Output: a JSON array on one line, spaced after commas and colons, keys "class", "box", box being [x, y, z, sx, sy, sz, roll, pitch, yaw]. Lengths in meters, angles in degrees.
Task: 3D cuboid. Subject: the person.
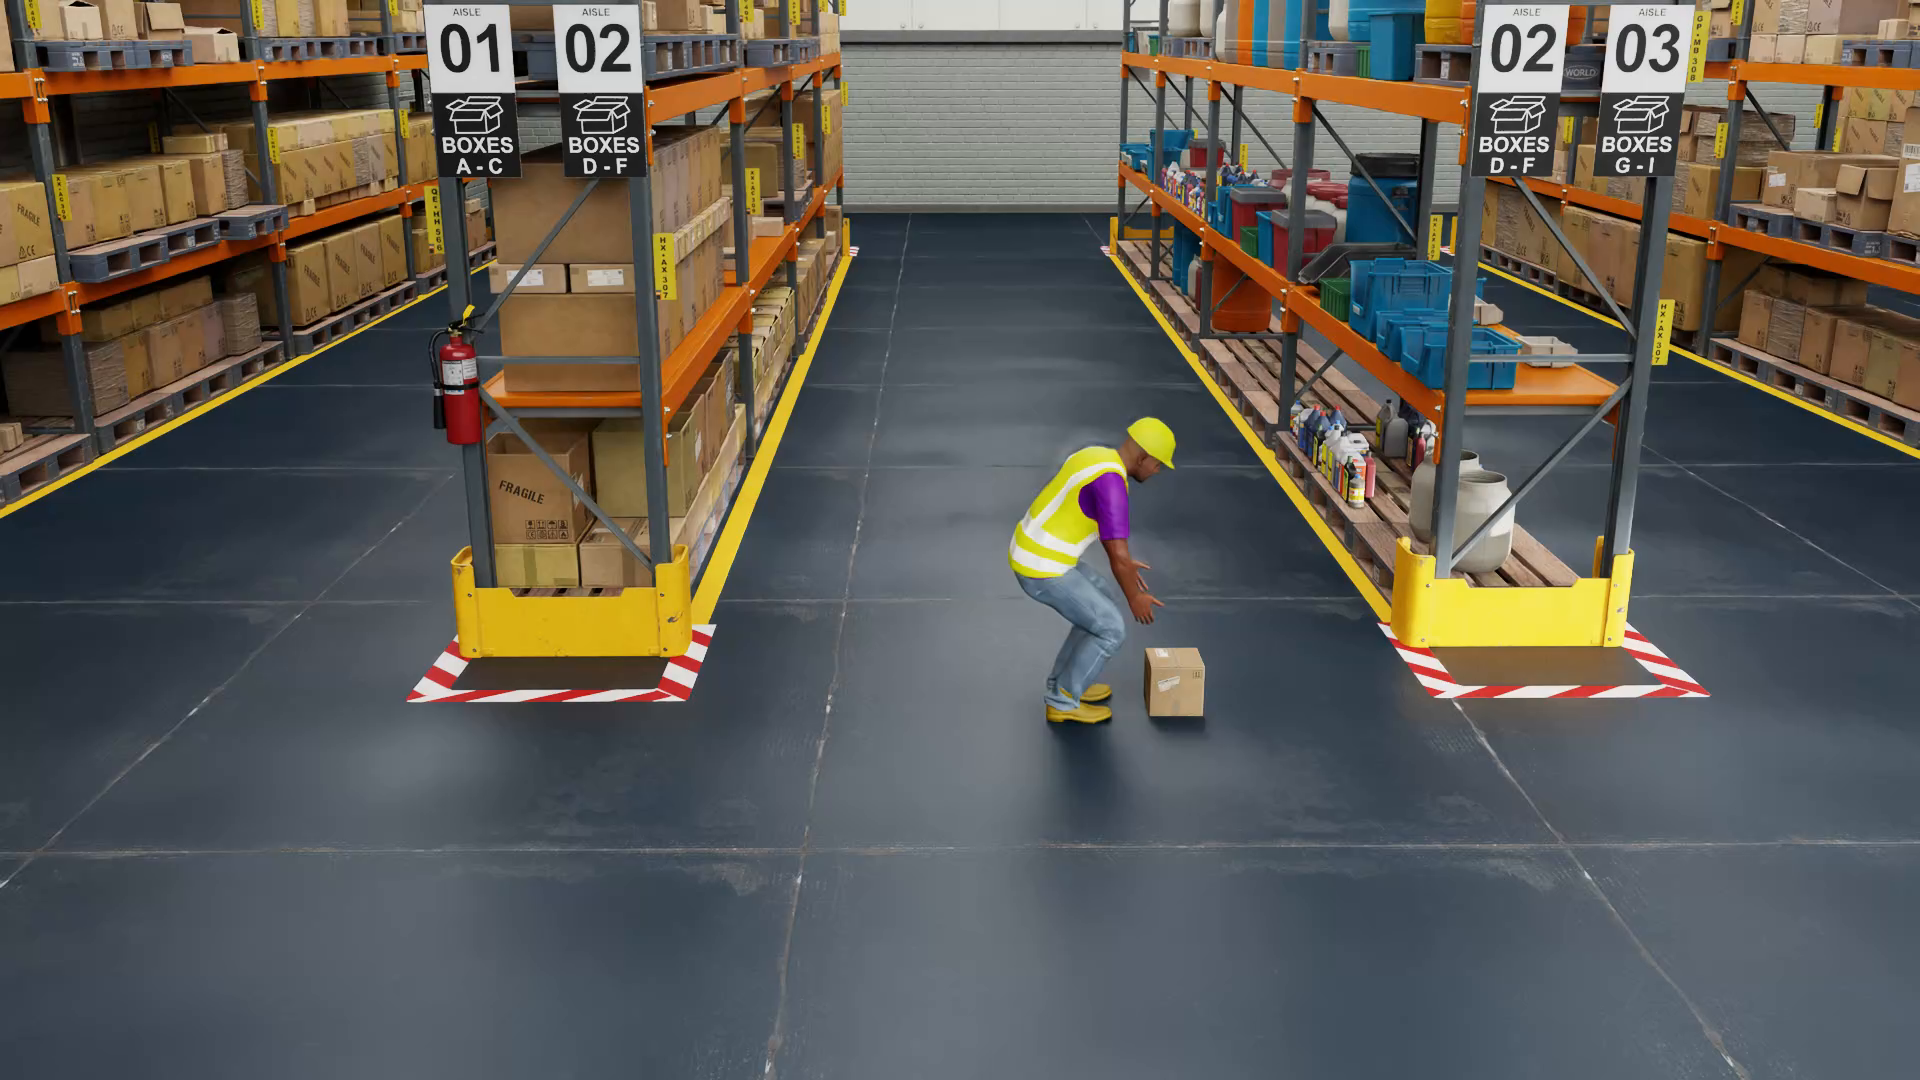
[{"class": "person", "box": [0.603, 0.118, 7.746, 0.763, 1.399, 0.631, 0, 17, -1]}]
